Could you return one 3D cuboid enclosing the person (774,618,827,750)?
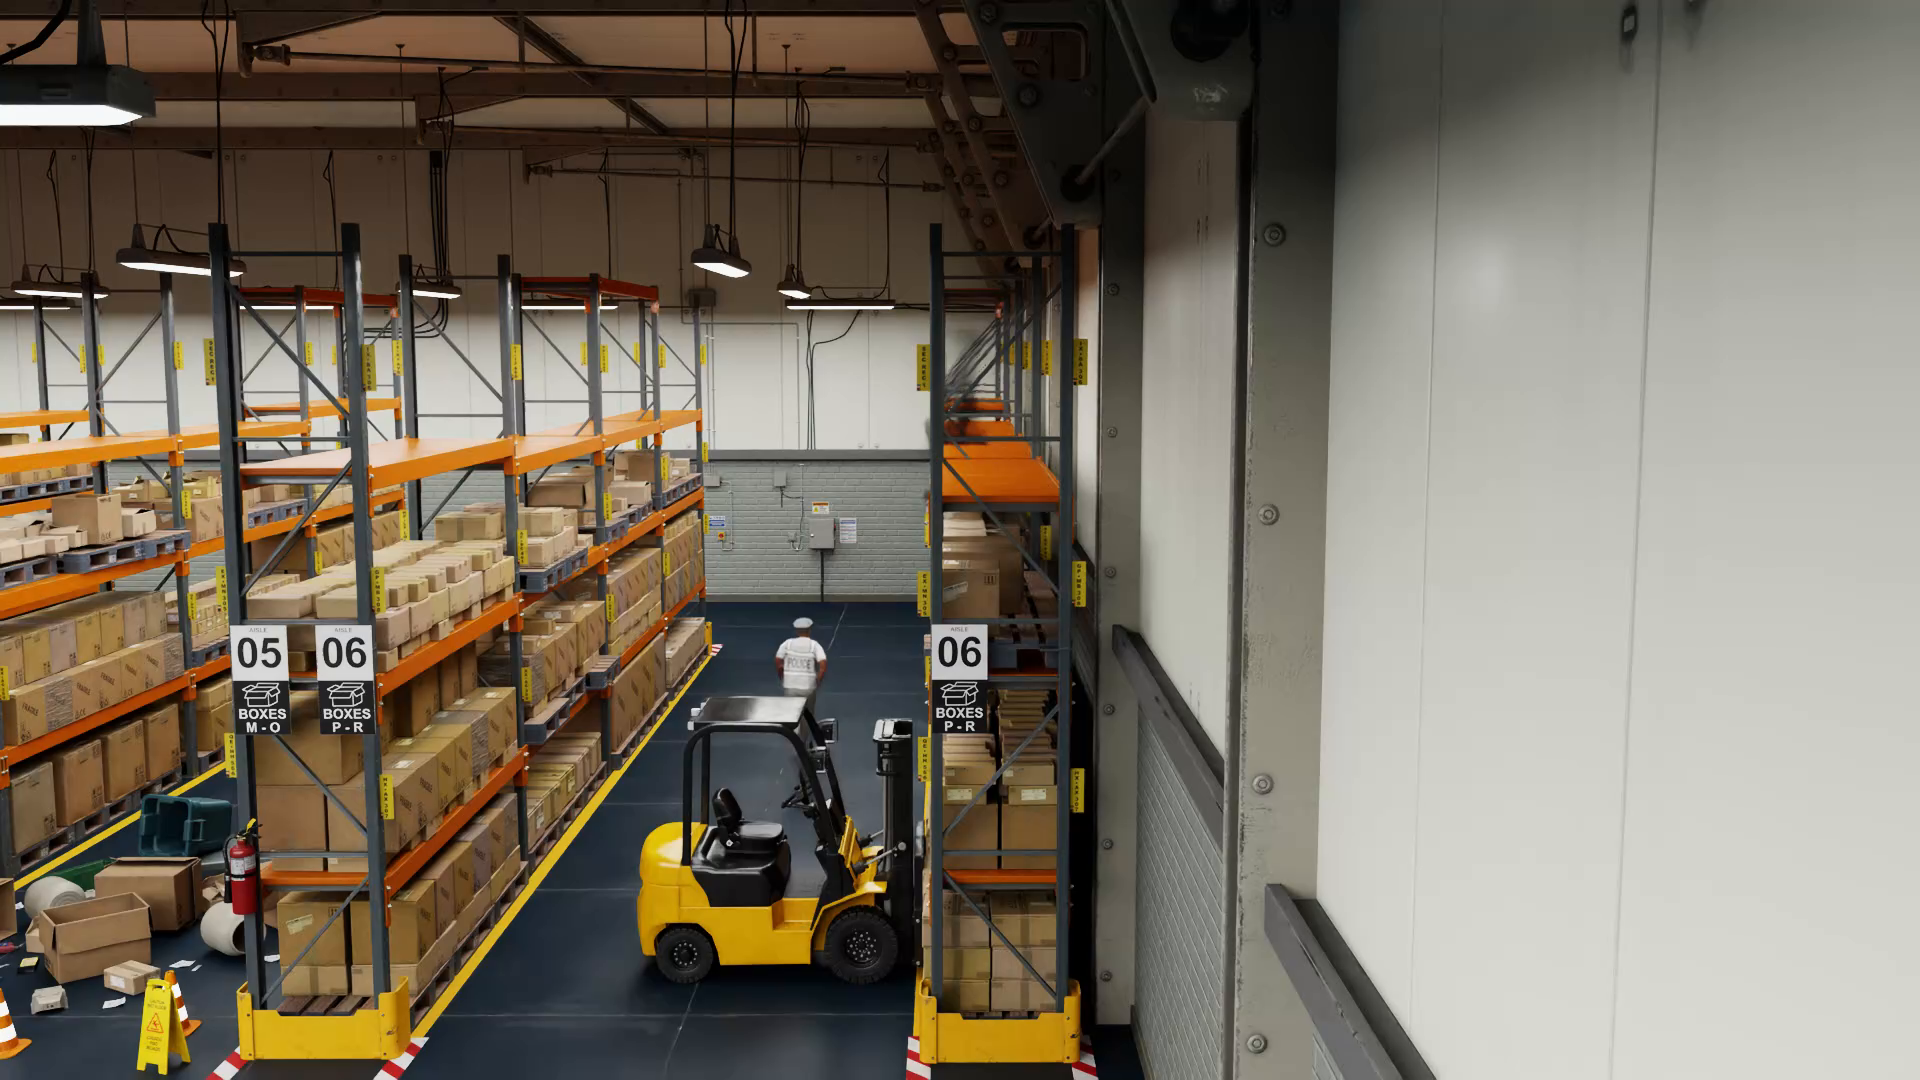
[{"bbox_3d":[-2.003,1.895,20.936,0.663,1.776,0.954,0,7,-3],"label":"person"}]
